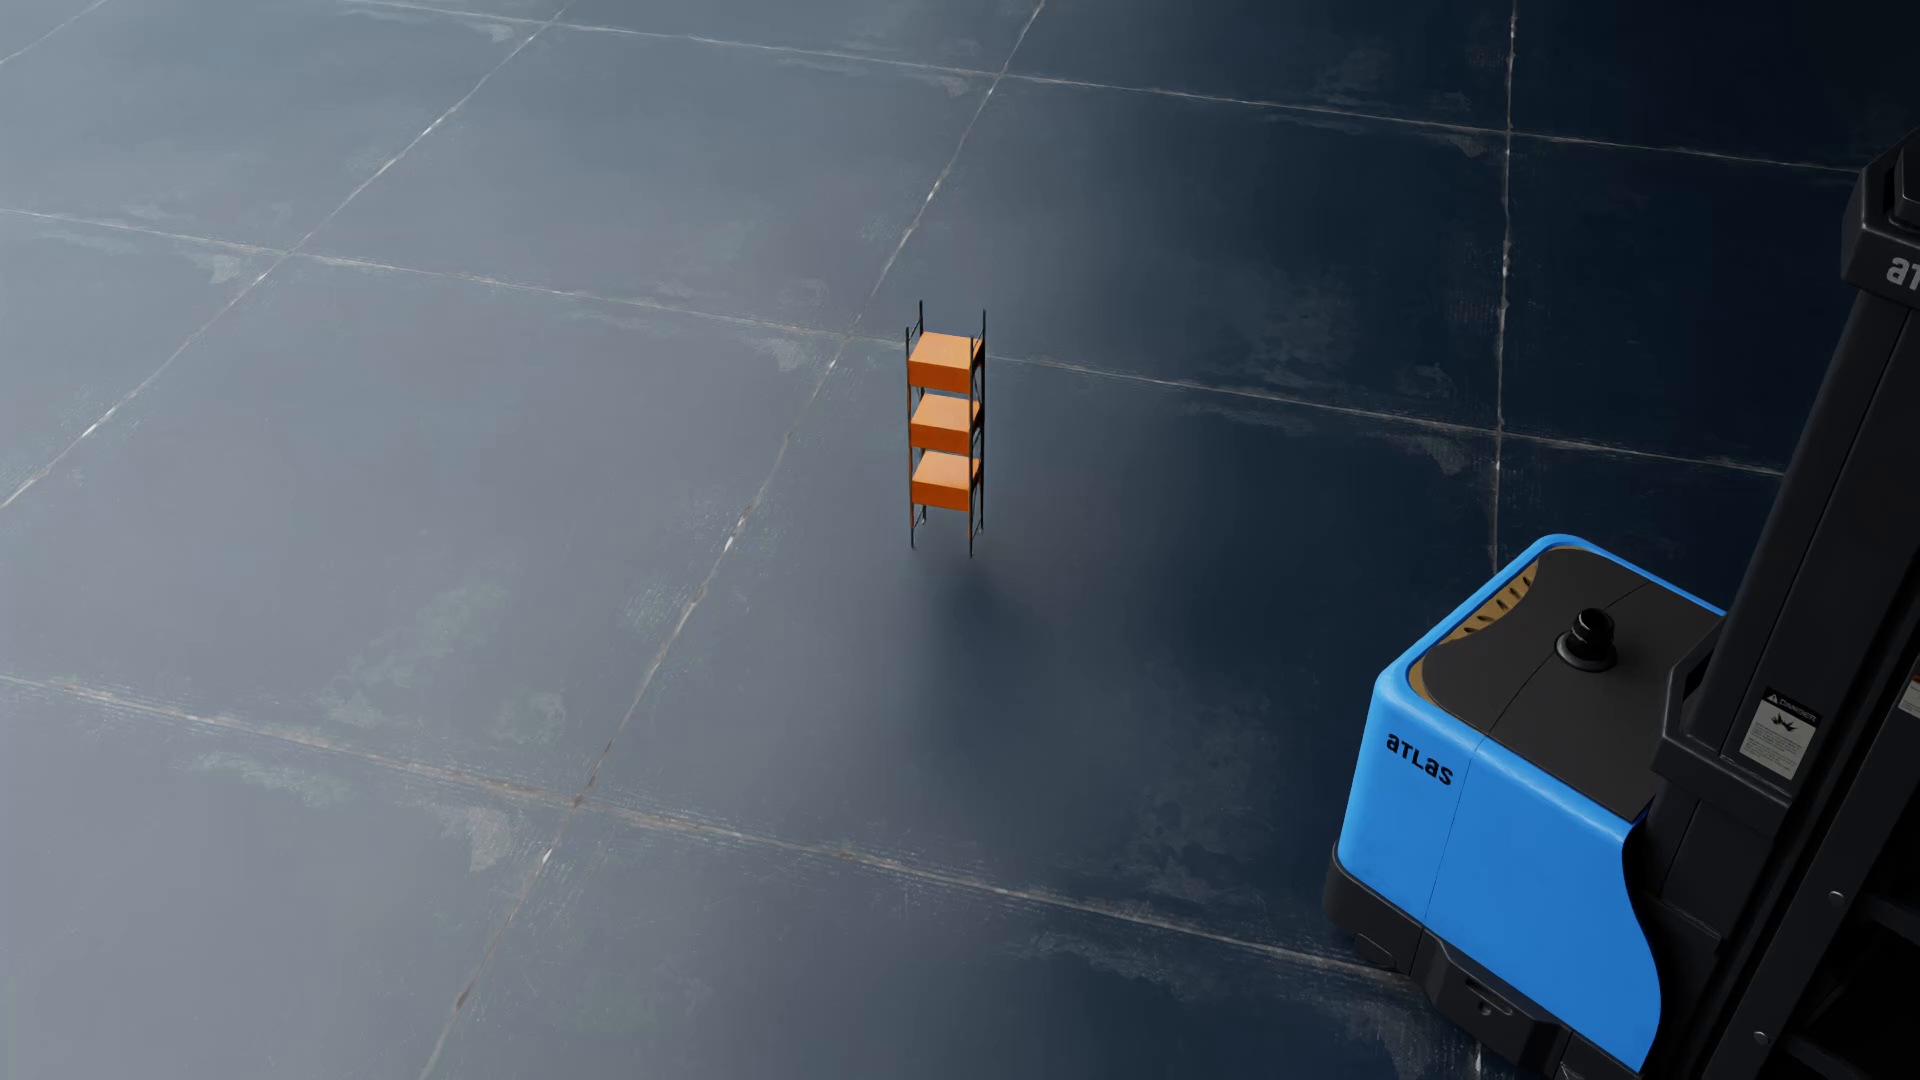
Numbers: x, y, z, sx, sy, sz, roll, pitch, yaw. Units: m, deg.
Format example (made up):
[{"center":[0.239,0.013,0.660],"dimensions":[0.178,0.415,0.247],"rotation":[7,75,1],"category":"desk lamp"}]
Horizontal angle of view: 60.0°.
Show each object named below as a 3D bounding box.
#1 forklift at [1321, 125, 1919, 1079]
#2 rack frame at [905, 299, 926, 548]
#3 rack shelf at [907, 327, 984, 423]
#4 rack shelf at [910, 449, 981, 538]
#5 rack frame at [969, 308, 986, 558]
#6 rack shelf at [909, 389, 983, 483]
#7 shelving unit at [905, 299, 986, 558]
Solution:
[{"center":[2.533,0.551,3.815],"dimensions":[1.130,2.935,3.031],"rotation":[-32,50,-32],"category":"forklift"},{"center":[-0.170,-0.431,6.447],"dimensions":[0.008,1.050,0.200],"rotation":[10,41,11],"category":"rack frame"},{"center":[-0.052,-0.620,6.247],"dimensions":[0.240,0.259,0.215],"rotation":[10,41,11],"category":"rack shelf"},{"center":[-0.052,-0.190,6.609],"dimensions":[0.240,0.259,0.215],"rotation":[10,41,11],"category":"rack shelf"},{"center":[0.066,-0.391,6.399],"dimensions":[0.008,1.050,0.200],"rotation":[10,41,11],"category":"rack frame"},{"center":[-0.052,-0.403,6.430],"dimensions":[0.240,0.259,0.215],"rotation":[10,41,11],"category":"rack shelf"},{"center":[-0.052,-0.411,6.423],"dimensions":[0.252,1.050,0.215],"rotation":[10,41,11],"category":"shelving unit"}]
